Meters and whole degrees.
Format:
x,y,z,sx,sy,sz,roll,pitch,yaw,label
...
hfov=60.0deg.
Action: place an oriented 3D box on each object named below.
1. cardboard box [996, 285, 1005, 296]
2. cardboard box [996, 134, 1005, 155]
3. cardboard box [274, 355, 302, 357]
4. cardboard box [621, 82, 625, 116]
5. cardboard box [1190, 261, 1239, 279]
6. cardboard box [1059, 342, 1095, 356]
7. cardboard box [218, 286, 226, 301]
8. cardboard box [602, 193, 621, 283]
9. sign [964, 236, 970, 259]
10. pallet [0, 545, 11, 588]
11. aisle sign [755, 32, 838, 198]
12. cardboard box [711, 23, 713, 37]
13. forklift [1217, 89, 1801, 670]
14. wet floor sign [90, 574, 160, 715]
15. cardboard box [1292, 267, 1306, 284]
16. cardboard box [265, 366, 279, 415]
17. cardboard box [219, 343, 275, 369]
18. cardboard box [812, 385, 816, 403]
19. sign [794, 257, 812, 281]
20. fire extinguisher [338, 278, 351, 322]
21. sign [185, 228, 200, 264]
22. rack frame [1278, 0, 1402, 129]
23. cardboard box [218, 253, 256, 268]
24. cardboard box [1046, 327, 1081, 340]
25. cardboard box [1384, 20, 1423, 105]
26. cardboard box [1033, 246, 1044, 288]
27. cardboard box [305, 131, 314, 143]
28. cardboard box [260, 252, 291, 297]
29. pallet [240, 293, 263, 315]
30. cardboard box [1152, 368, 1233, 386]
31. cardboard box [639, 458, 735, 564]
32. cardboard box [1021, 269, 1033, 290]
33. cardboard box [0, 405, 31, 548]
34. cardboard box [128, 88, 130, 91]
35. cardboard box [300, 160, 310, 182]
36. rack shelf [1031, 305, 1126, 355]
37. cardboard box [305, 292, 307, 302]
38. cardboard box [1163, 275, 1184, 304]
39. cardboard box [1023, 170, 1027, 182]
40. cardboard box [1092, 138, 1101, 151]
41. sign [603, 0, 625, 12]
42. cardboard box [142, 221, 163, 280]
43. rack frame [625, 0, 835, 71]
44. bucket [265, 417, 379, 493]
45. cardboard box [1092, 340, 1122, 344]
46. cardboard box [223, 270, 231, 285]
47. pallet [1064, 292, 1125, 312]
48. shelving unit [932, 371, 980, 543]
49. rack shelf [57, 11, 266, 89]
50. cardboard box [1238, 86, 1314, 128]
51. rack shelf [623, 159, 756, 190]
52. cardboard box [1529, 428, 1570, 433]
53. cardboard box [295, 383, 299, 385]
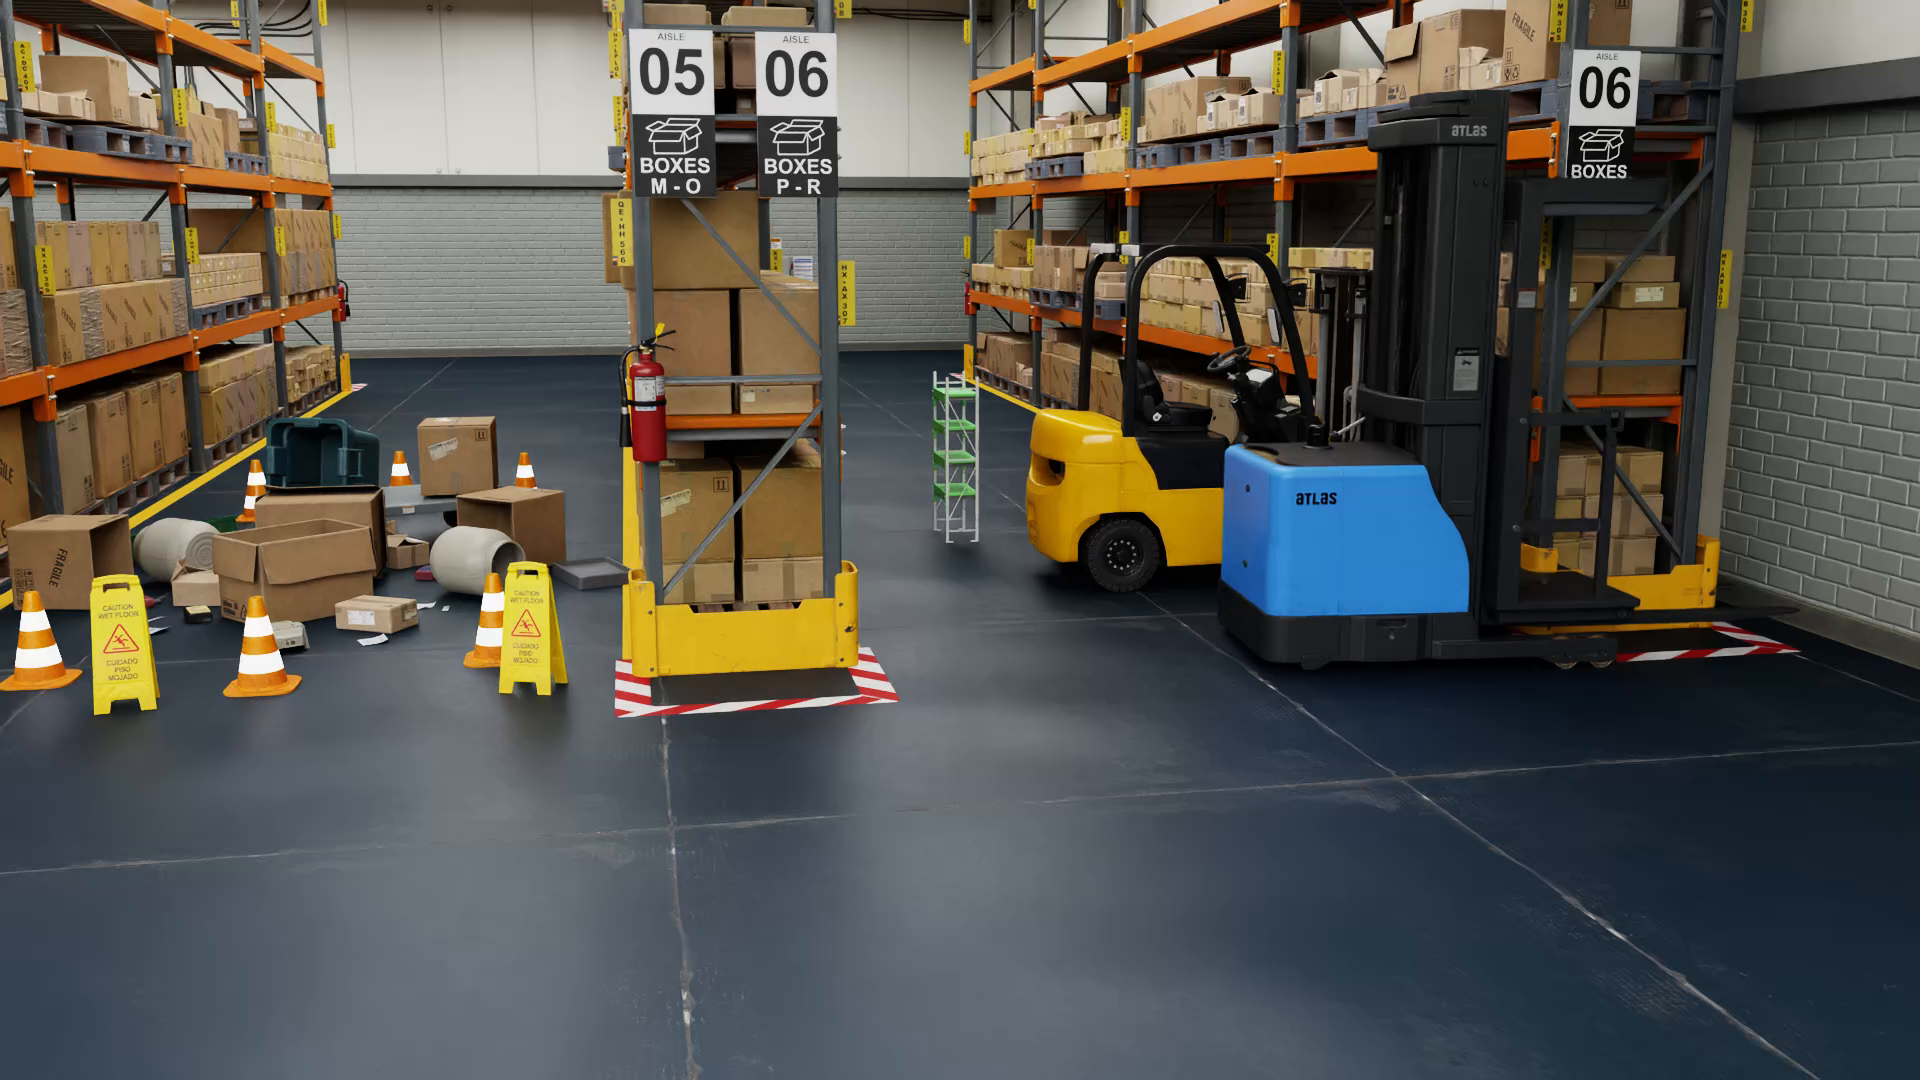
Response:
x,y,z,sx,sy,sz,roll,pitch,yaw,label
0.709,-3.443,22.938,0.380,0.149,0.250,-2,11,-10,cardboard box
0.781,-5.345,22.503,0.500,0.250,0.500,-2,11,-9,cardboard box
-8.418,-2.219,20.743,0.380,0.149,0.250,-3,11,-13,cardboard box
-1.882,-2.809,10.518,0.500,0.250,0.500,-2,11,-10,cardboard box
2.285,-2.423,14.904,0.380,0.149,0.250,-2,11,-13,cardboard box
1.418,-2.316,20.170,0.380,0.149,0.250,-3,11,-14,cardboard box
-7.656,-2.491,16.811,0.380,0.149,0.250,-2,11,-10,cardboard box
-1.720,-1.762,9.695,0.700,0.500,0.500,-2,11,-12,cardboard box
0.109,-4.328,24.599,0.100,0.325,0.005,-2,11,-11,sign
-6.658,0.170,10.739,1.003,0.211,1.213,-2,11,-11,pallet
-0.799,-2.084,8.171,0.394,0.787,0.004,-2,11,-11,aisle sign
-1.550,-2.743,9.105,0.380,0.149,0.250,-2,11,-11,cardboard box
3.011,-0.868,8.916,3.031,2.935,1.130,-1,11,-7,forklift
-4.004,0.481,7.942,0.267,0.644,0.232,-4,12,-21,wet floor sign
2.779,-2.022,12.793,0.380,0.149,0.250,-2,11,-12,cardboard box
-7.894,-1.661,18.464,0.500,0.500,0.500,-2,11,-12,cardboard box
-7.892,-2.029,18.389,0.500,0.250,0.500,-2,11,-13,cardboard box
-1.014,-0.851,9.316,0.380,0.149,0.250,-2,11,-13,cardboard box
-2.814,-4.834,29.825,0.329,0.494,0.001,-2,11,-11,sign
-8.660,-3.385,23.162,0.296,0.674,0.183,-2,11,-11,fire extinguisher
-6.964,-2.665,15.081,0.100,0.325,0.005,-2,11,-11,sign
2.975,-4.669,12.660,1.000,3.000,0.127,-2,11,-11,rack frame
-7.963,-3.069,18.255,0.380,0.149,0.250,-2,11,-13,cardboard box
1.287,-2.559,20.651,0.380,0.149,0.250,-2,11,-12,cardboard box
3.250,-3.140,10.985,0.797,0.503,0.637,-2,11,-9,cardboard box
1.293,-3.348,20.372,0.700,0.500,0.500,-2,11,-10,cardboard box
-8.550,-5.194,21.437,0.380,0.149,0.250,-2,11,-10,cardboard box
-8.134,-3.105,19.423,0.500,0.500,0.500,-2,11,-12,cardboard box
-8.279,-2.570,18.188,1.003,0.211,1.213,-2,11,-11,pallet
2.305,-1.380,16.654,0.875,0.625,0.625,-2,11,-9,cardboard box
-1.527,-0.168,9.284,0.500,0.500,0.500,-2,11,-11,cardboard box
1.080,-3.346,21.360,0.500,0.250,0.500,-2,11,-10,cardboard box
-6.676,-0.387,10.766,0.875,0.875,0.875,-2,11,-10,cardboard box
-7.955,-4.133,15.550,0.396,0.266,0.258,-2,11,-11,cardboard box
-8.403,-4.588,20.655,0.500,0.250,0.500,-2,11,-8,cardboard box
1.808,-2.469,19.070,1.077,0.370,4.000,-2,11,-11,rack shelf
-8.491,-3.083,21.042,0.380,0.149,0.250,-2,11,-10,cardboard box
2.224,-2.349,15.578,0.500,0.250,0.500,-2,11,-12,cardboard box
1.015,-4.639,21.199,0.380,0.149,0.250,-2,11,-11,cardboard box
1.667,-4.344,18.312,0.380,0.149,0.250,-2,11,-9,cardboard box
-1.664,-2.699,7.964,0.100,0.325,0.005,-2,11,-11,sign
-7.430,-2.533,14.543,0.700,0.500,0.500,-2,11,-11,cardboard box
-1.116,-3.754,7.853,1.000,3.000,0.127,-2,11,-11,rack frame
-4.441,-0.540,11.699,0.726,0.611,0.620,2,1,9,bucket
1.830,-2.381,20.511,0.380,0.149,0.250,-2,11,-11,cardboard box
-7.713,-2.686,17.041,0.380,0.149,0.250,-2,11,-9,cardboard box
1.814,-2.718,18.966,1.003,0.211,1.213,-2,11,-11,pallet
-0.032,-0.620,12.244,0.258,1.200,0.503,-2,11,-11,shelving unit
-7.896,-4.840,16.551,1.077,0.370,4.000,-2,11,-11,rack shelf
2.595,-3.531,13.551,0.500,0.311,0.500,-2,11,-13,cardboard box
-2.282,-3.028,13.983,1.077,0.370,4.000,-2,11,-11,rack shelf
3.657,-0.614,10.955,0.500,0.250,0.500,-2,11,-11,cardboard box
-8.290,-1.831,20.295,0.380,0.149,0.250,-2,11,-12,cardboard box
